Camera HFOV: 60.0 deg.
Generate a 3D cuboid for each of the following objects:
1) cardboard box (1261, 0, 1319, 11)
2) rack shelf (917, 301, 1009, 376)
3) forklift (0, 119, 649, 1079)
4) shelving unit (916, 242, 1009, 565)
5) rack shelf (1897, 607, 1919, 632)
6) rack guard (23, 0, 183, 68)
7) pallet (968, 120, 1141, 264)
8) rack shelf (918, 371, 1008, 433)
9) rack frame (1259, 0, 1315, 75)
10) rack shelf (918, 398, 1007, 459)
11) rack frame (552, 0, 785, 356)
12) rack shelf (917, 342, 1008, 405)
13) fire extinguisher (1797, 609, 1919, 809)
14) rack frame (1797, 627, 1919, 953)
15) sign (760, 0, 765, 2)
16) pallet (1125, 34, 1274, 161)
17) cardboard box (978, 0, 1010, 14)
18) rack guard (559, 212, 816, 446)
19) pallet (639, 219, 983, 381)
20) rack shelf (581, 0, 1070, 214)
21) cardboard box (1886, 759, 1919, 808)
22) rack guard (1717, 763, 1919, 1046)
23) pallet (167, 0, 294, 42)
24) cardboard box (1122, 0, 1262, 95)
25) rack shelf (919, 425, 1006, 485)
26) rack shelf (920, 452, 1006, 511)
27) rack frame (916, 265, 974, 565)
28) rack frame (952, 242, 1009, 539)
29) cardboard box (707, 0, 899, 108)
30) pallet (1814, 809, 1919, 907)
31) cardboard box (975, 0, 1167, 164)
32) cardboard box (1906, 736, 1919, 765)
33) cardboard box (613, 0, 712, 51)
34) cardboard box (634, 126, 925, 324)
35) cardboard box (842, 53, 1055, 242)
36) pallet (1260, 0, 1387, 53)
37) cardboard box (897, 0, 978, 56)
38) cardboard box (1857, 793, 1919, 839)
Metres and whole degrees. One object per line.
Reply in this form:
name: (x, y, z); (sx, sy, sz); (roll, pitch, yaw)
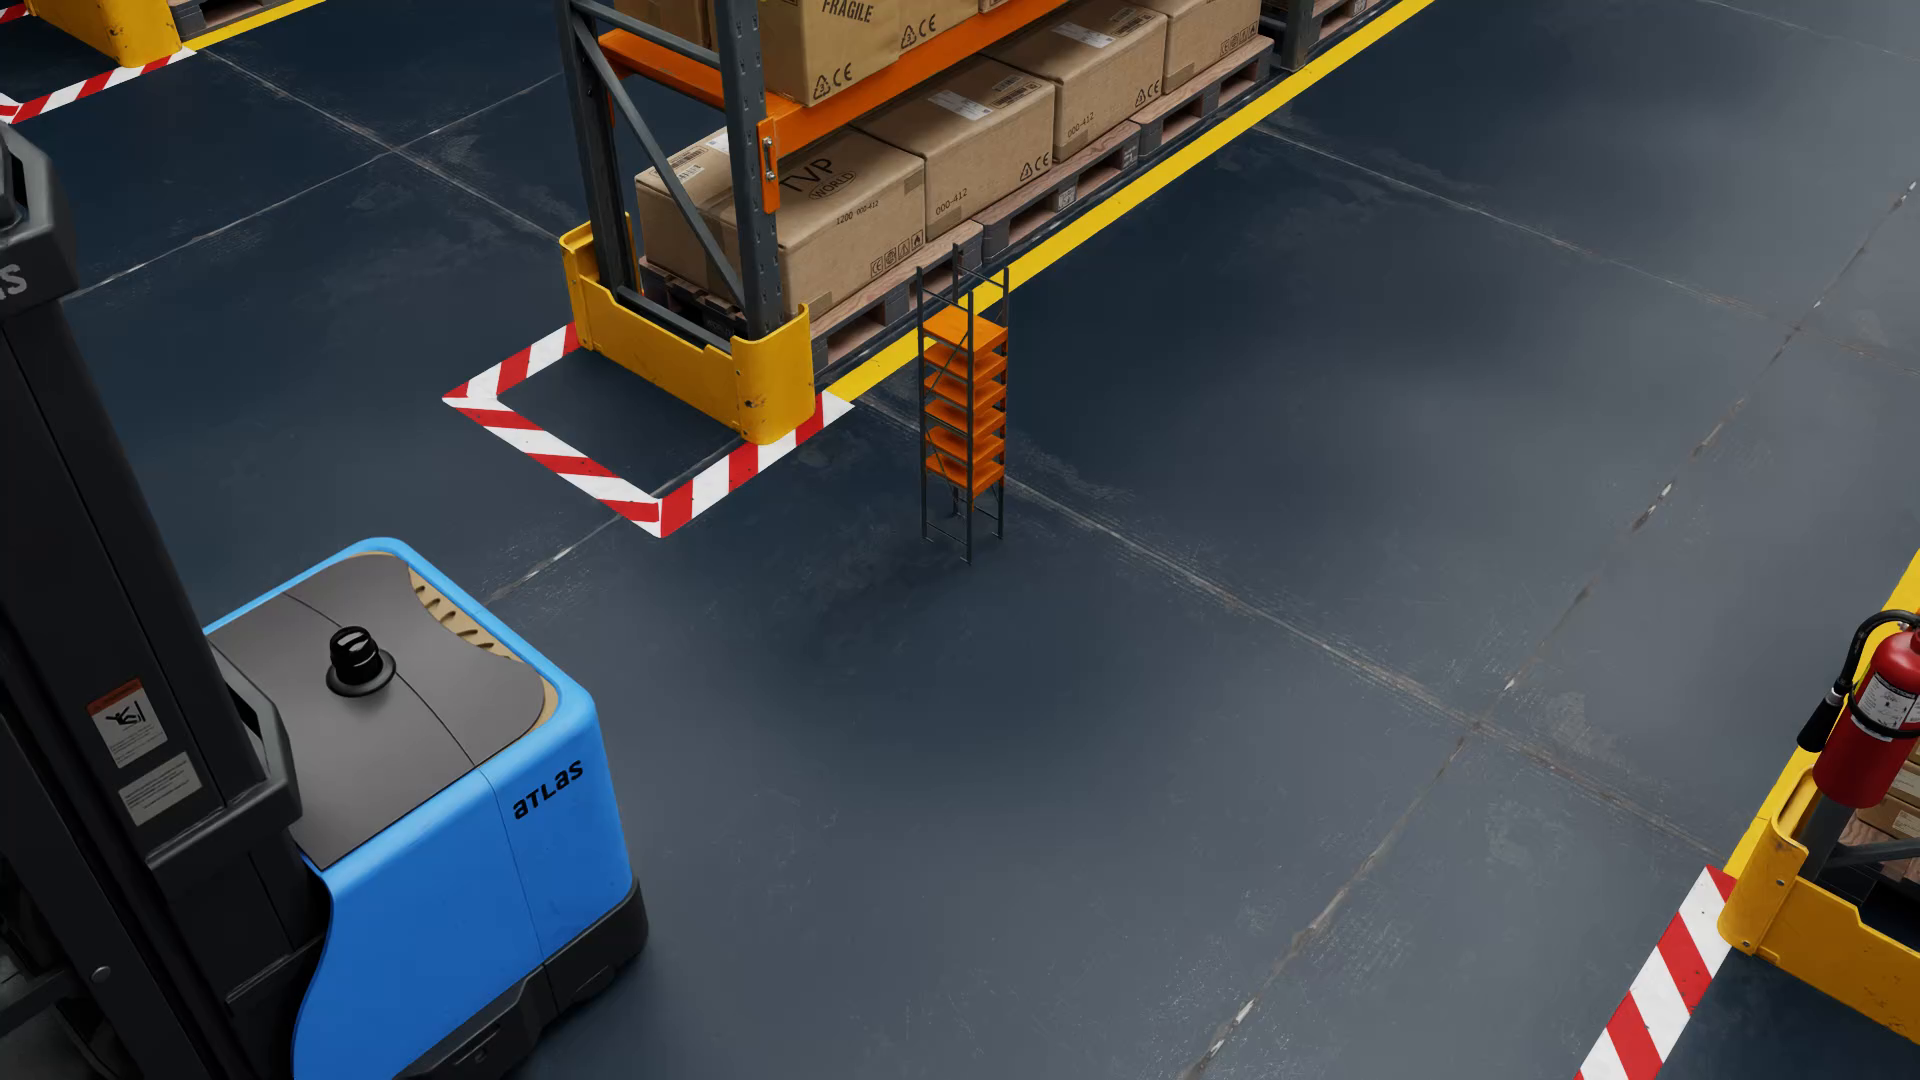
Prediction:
cardboard box: (1.804, -3.607, 9.254); (0.875, 0.875, 0.875); (31, 51, 30)
rack shelf: (0.009, -0.685, 5.642); (0.258, 0.103, 0.180); (29, 50, 28)
forklift: (-2.286, 0.621, 3.388); (1.130, 2.935, 3.031); (32, 51, 30)
shelving unit: (0.009, -0.451, 5.855); (0.258, 1.200, 0.189); (29, 50, 28)
rack shelf: (4.033, -0.497, 5.101); (1.077, 0.370, 4.000); (29, 50, 28)
rack guard: (-4.861, -3.085, 9.272); (1.175, 0.500, 0.348); (29, 50, 28)
pallet: (0.132, -1.863, 8.142); (1.003, 0.211, 1.213); (29, 50, 28)
rack shelf: (0.009, -0.507, 5.804); (0.258, 0.103, 0.180); (29, 50, 28)
rack frame: (1.466, -3.884, 8.291); (1.000, 3.000, 0.127); (29, 50, 28)
rack shelf: (0.009, -0.419, 5.884); (0.258, 0.103, 0.180); (29, 50, 28)
rack frame: (-1.108, -1.824, 6.026); (1.000, 3.000, 0.127); (29, 50, 28)
rack shelf: (0.009, -0.596, 5.723); (0.258, 0.103, 0.180); (29, 50, 28)
fire extinguisher: (2.230, 0.364, 3.955); (0.296, 0.674, 0.183); (29, 50, 28)
rack frame: (2.746, 0.267, 3.727); (1.000, 3.000, 0.127); (29, 50, 28)
sign: (-0.687, -1.930, 5.441); (0.100, 0.325, 0.005); (29, 50, 28)
pallet: (0.917, -2.494, 8.836); (1.003, 0.211, 1.213); (29, 50, 28)
cardboard box: (0.066, -2.510, 6.707); (0.500, 0.500, 0.500); (29, 50, 28)
rack guard: (-1.123, -0.887, 6.854); (1.175, 0.500, 0.348); (29, 50, 28)
pallet: (-0.653, -1.238, 7.455); (1.003, 0.211, 1.213); (29, 50, 28)
rack shelf: (0.179, -2.588, 7.401); (1.077, 0.370, 4.000); (29, 50, 28)
cardboard box: (2.867, 0.661, 4.879); (0.380, 0.149, 0.250); (28, 49, 27)
rack guard: (2.795, 1.153, 4.610); (1.175, 0.500, 0.348); (29, 50, 28)
pallet: (-4.348, -3.389, 9.821); (1.003, 0.211, 1.213); (29, 50, 28)
cardboard box: (0.980, -2.814, 8.708); (0.875, 0.438, 0.875); (29, 50, 28)
rack shelf: (0.009, -0.330, 5.965); (0.258, 0.103, 0.180); (29, 50, 28)
rack shelf: (0.009, -0.241, 6.046); (0.258, 0.103, 0.180); (29, 50, 28)
rack frame: (-0.050, -0.404, 5.803); (0.240, 1.200, 0.006); (29, 50, 28)
rack frame: (0.068, -0.498, 5.906); (0.240, 1.200, 0.006); (29, 50, 28)
cardboard box: (-0.579, -1.984, 6.128); (0.500, 0.500, 0.500); (29, 50, 28)
pallet: (3.345, 0.857, 5.151); (1.003, 0.211, 1.213); (29, 50, 28)
cardboard box: (0.404, -2.353, 8.200); (0.875, 0.438, 0.875); (28, 49, 27)
cardboard box: (2.892, 0.564, 4.765); (0.380, 0.149, 0.250); (30, 50, 29)
cardboard box: (-1.000, -2.224, 6.392); (0.500, 0.500, 0.500); (30, 50, 29)
cardboard box: (-0.760, -1.415, 7.168); (0.875, 0.438, 0.875); (28, 49, 27)
cardboard box: (-0.177, -1.889, 7.691); (0.875, 0.438, 0.875); (31, 51, 29)
pallet: (1.905, -3.282, 9.702); (1.003, 0.211, 1.213); (29, 50, 28)
cardboard box: (-0.275, -2.256, 6.428); (0.500, 0.500, 0.500); (29, 50, 28)
cardboard box: (2.925, 0.805, 4.942); (0.380, 0.149, 0.250); (30, 50, 29)
